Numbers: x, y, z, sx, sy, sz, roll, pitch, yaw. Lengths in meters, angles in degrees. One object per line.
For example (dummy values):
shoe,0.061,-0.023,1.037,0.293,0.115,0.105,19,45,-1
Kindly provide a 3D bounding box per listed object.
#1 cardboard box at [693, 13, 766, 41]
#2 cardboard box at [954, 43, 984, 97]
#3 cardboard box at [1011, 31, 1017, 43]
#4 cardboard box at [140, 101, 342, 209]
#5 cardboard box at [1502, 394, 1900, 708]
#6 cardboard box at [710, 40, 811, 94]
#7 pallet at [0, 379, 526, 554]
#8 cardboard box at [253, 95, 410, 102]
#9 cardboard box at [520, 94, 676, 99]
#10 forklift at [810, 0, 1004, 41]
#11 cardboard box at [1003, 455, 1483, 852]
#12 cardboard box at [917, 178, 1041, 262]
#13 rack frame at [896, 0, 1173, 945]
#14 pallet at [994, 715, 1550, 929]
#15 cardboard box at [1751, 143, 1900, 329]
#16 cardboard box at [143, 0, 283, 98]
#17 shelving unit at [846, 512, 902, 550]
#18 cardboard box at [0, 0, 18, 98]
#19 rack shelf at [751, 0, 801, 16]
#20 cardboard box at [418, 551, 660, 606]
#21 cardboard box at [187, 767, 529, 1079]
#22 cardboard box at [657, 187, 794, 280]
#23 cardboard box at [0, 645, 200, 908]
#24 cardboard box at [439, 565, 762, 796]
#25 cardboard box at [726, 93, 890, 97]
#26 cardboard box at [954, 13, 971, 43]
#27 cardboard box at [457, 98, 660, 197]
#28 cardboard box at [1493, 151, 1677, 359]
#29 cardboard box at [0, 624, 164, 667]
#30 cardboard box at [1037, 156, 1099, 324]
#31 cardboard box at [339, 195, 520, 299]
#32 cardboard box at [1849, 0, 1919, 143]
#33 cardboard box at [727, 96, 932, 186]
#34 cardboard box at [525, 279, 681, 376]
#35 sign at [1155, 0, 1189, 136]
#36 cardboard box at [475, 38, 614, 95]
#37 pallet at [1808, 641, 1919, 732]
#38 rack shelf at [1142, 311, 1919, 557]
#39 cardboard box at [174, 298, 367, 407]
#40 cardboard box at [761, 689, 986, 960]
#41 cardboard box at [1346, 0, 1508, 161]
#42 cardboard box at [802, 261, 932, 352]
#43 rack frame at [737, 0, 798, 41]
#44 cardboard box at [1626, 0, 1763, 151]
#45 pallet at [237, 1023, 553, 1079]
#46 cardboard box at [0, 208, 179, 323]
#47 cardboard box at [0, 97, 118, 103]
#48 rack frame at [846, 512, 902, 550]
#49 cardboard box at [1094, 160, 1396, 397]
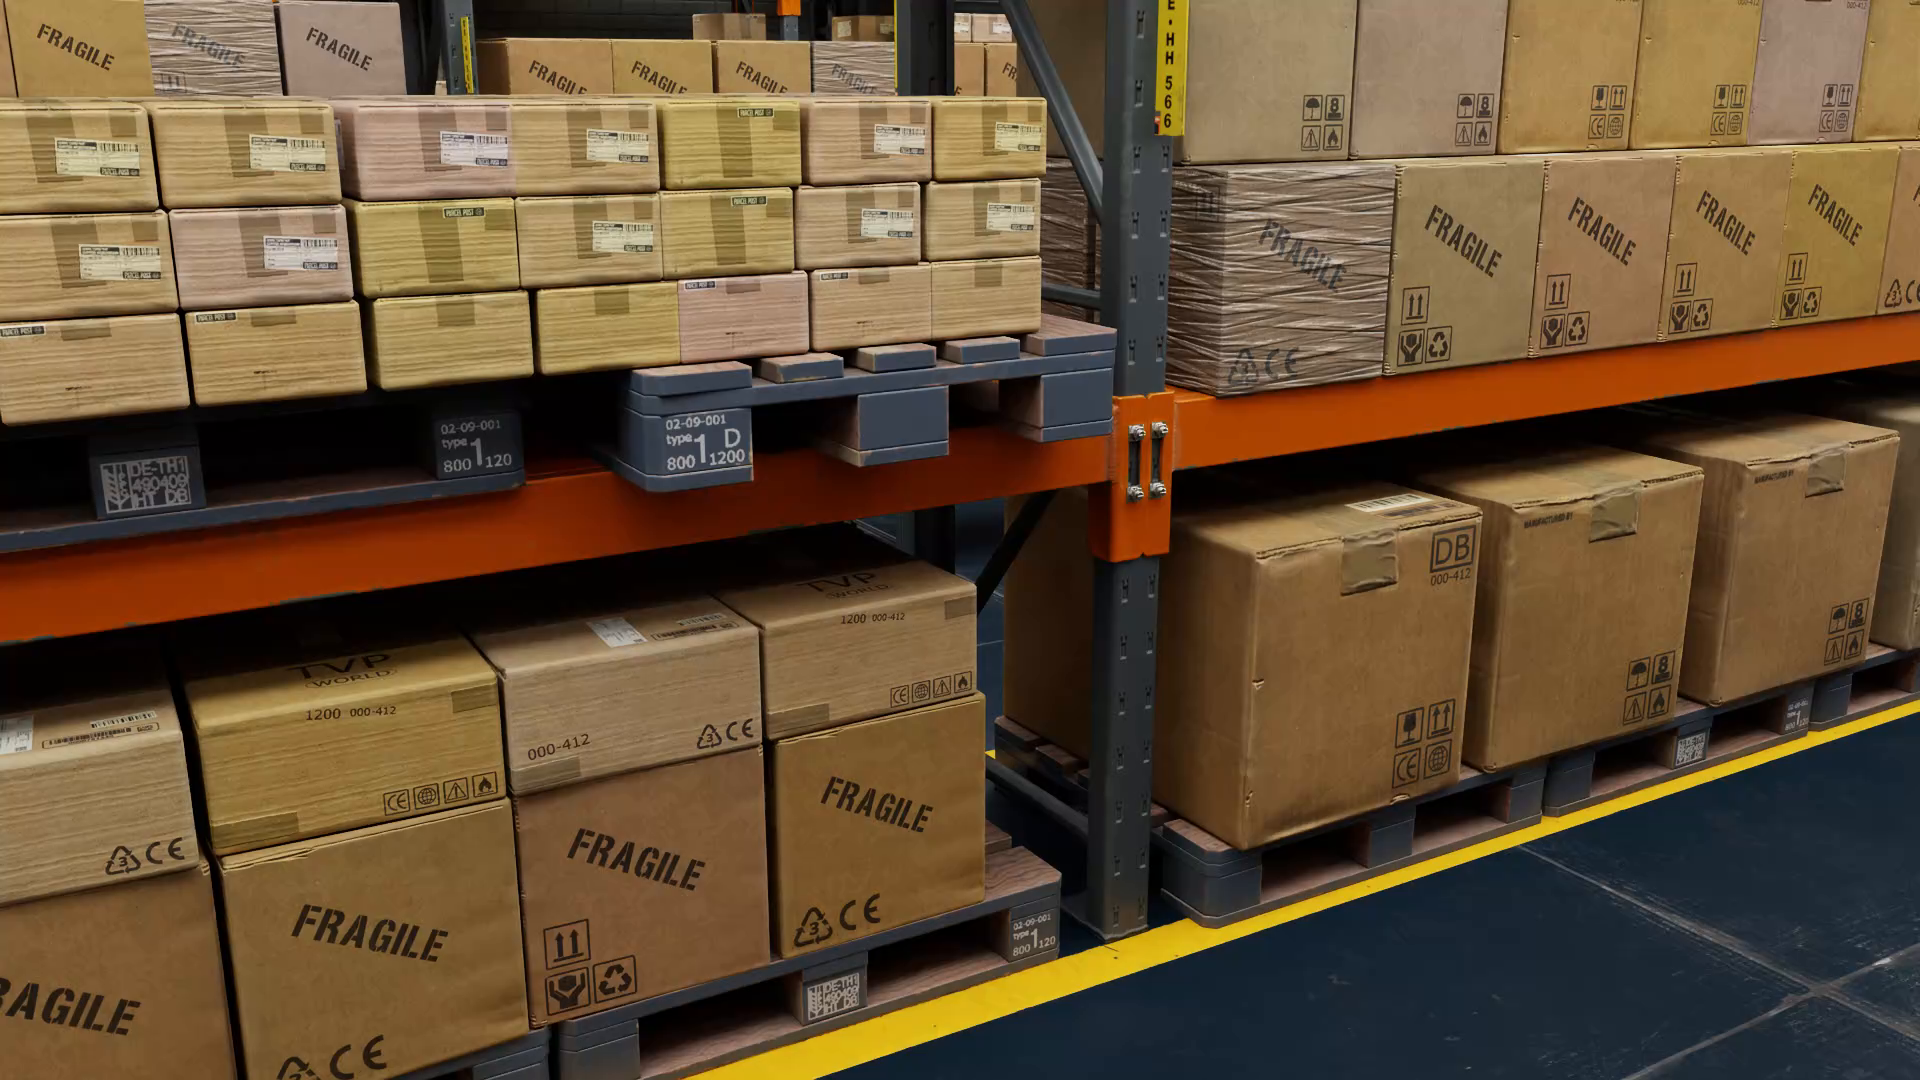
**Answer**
cardboard box,-1.233,-2.733,8.886,0.250,0.149,0.380,-10,19,-32
cardboard box,-0.209,-2.427,8.997,0.500,0.500,0.500,-9,18,-28
cardboard box,0.353,-3.013,9.884,0.250,0.149,0.380,-9,18,-30
cardboard box,-1.148,-0.617,2.640,0.250,0.149,0.380,-8,18,-27
cardboard box,2.260,-0.038,5.377,0.750,0.750,1.050,-9,18,-30
cardboard box,-1.091,-2.286,8.495,0.500,0.500,0.500,-9,18,-29
pallet,-1.530,-0.226,3.015,1.213,0.211,1.003,-9,18,-30
cardboard box,-1.250,-0.806,3.312,0.250,0.149,0.380,-8,18,-27
cardboard box,-0.792,-0.880,3.578,0.250,0.149,0.380,-9,18,-30
forklift,-0.267,-2.877,12.242,3.031,2.935,1.130,-9,18,-30
cardboard box,0.714,0.214,4.479,0.750,0.750,1.050,-9,18,-30
cardboard box,-0.044,-0.654,3.320,0.250,0.149,0.380,-9,18,-29
rack frame,0.145,-0.603,4.004,0.127,3.000,1.000,-9,18,-30
pallet,0.860,0.647,4.709,1.213,0.211,1.003,-9,18,-30
cardboard box,2.398,-0.932,4.994,0.500,0.500,0.500,-9,18,-29
cardboard box,-3.235,-2.058,7.158,0.500,0.500,0.500,-9,18,-29
shelving unit,0.073,-0.734,7.250,1.048,1.500,0.538,-9,18,-30
cardboard box,-4.101,-1.922,6.672,0.500,0.500,0.500,-10,18,-31
rack shelf,0.093,-4.814,14.802,4.000,0.370,1.077,-9,18,-30
cardboard box,-1.005,0.148,3.790,0.500,0.250,0.500,-9,18,-30
cardboard box,-1.176,0.699,3.213,0.500,0.500,0.500,-10,19,-32
cardboard box,-0.496,-0.579,3.054,0.250,0.149,0.380,-9,18,-28
cardboard box,-1.619,0.407,2.864,0.500,0.250,0.500,-8,18,-28
cardboard box,-0.733,0.266,3.369,0.500,0.250,0.500,-9,18,-29
cardboard box,-0.354,-0.951,3.830,0.250,0.149,0.380,-9,18,-30
cardboard box,-0.148,-2.738,8.902,0.250,0.149,0.380,-10,19,-32
cardboard box,-0.707,-0.688,2.892,0.250,0.149,0.380,-9,18,-28
cardboard box,1.536,-0.793,4.495,0.500,0.500,0.500,-9,18,-30
cardboard box,-1.882,0.286,3.296,0.500,0.250,0.500,-10,19,-32
cardboard box,0.393,-0.776,4.436,0.500,0.500,0.500,-9,18,-30
cardboard box,-0.925,-0.510,2.809,0.250,0.149,0.380,-9,18,-30
cardboard box,2.712,-1.546,5.331,0.500,0.500,0.700,-10,18,-31
cardboard box,-0.255,-0.762,3.157,0.250,0.149,0.380,-9,18,-30
cardboard box,-0.690,-0.406,2.987,0.250,0.149,0.380,-9,18,-30
sign,0.433,-0.998,3.415,0.005,0.325,0.100,-9,18,-30
cardboard box,-1.986,-2.137,7.961,0.500,0.500,0.500,-10,18,-31
pallet,2.952,0.308,5.919,1.213,0.211,1.003,-9,18,-30
rack shelf,1.860,-0.535,5.093,4.000,0.370,1.077,-9,18,-30
cardboard box,-1.143,-0.332,2.726,0.250,0.149,0.380,-9,18,-28
cardboard box,-0.284,0.550,3.743,0.500,0.500,0.500,-9,18,-30
cardboard box,0.968,-1.263,4.322,0.500,0.500,0.700,-10,18,-31
cardboard box,-0.254,-0.475,3.236,0.250,0.149,0.380,-9,18,-30
rack frame,-1.621,-3.438,14.118,0.127,3.000,1.000,-9,18,-30
cardboard box,1.845,-1.406,4.832,0.500,0.500,0.700,-9,18,-30
pallet,-1.570,1.016,3.393,1.213,0.211,1.003,-9,18,-30
cardboard box,-1.369,-0.438,2.551,0.250,0.149,0.380,-10,18,-31
cardboard box,-1.692,-0.735,3.058,0.250,0.149,0.380,-10,18,-30
rack frame,-0.363,-0.663,6.998,0.032,1.500,0.500,-9,18,-30
cardboard box,0.669,-0.651,3.990,0.500,0.500,0.500,-9,18,-29
